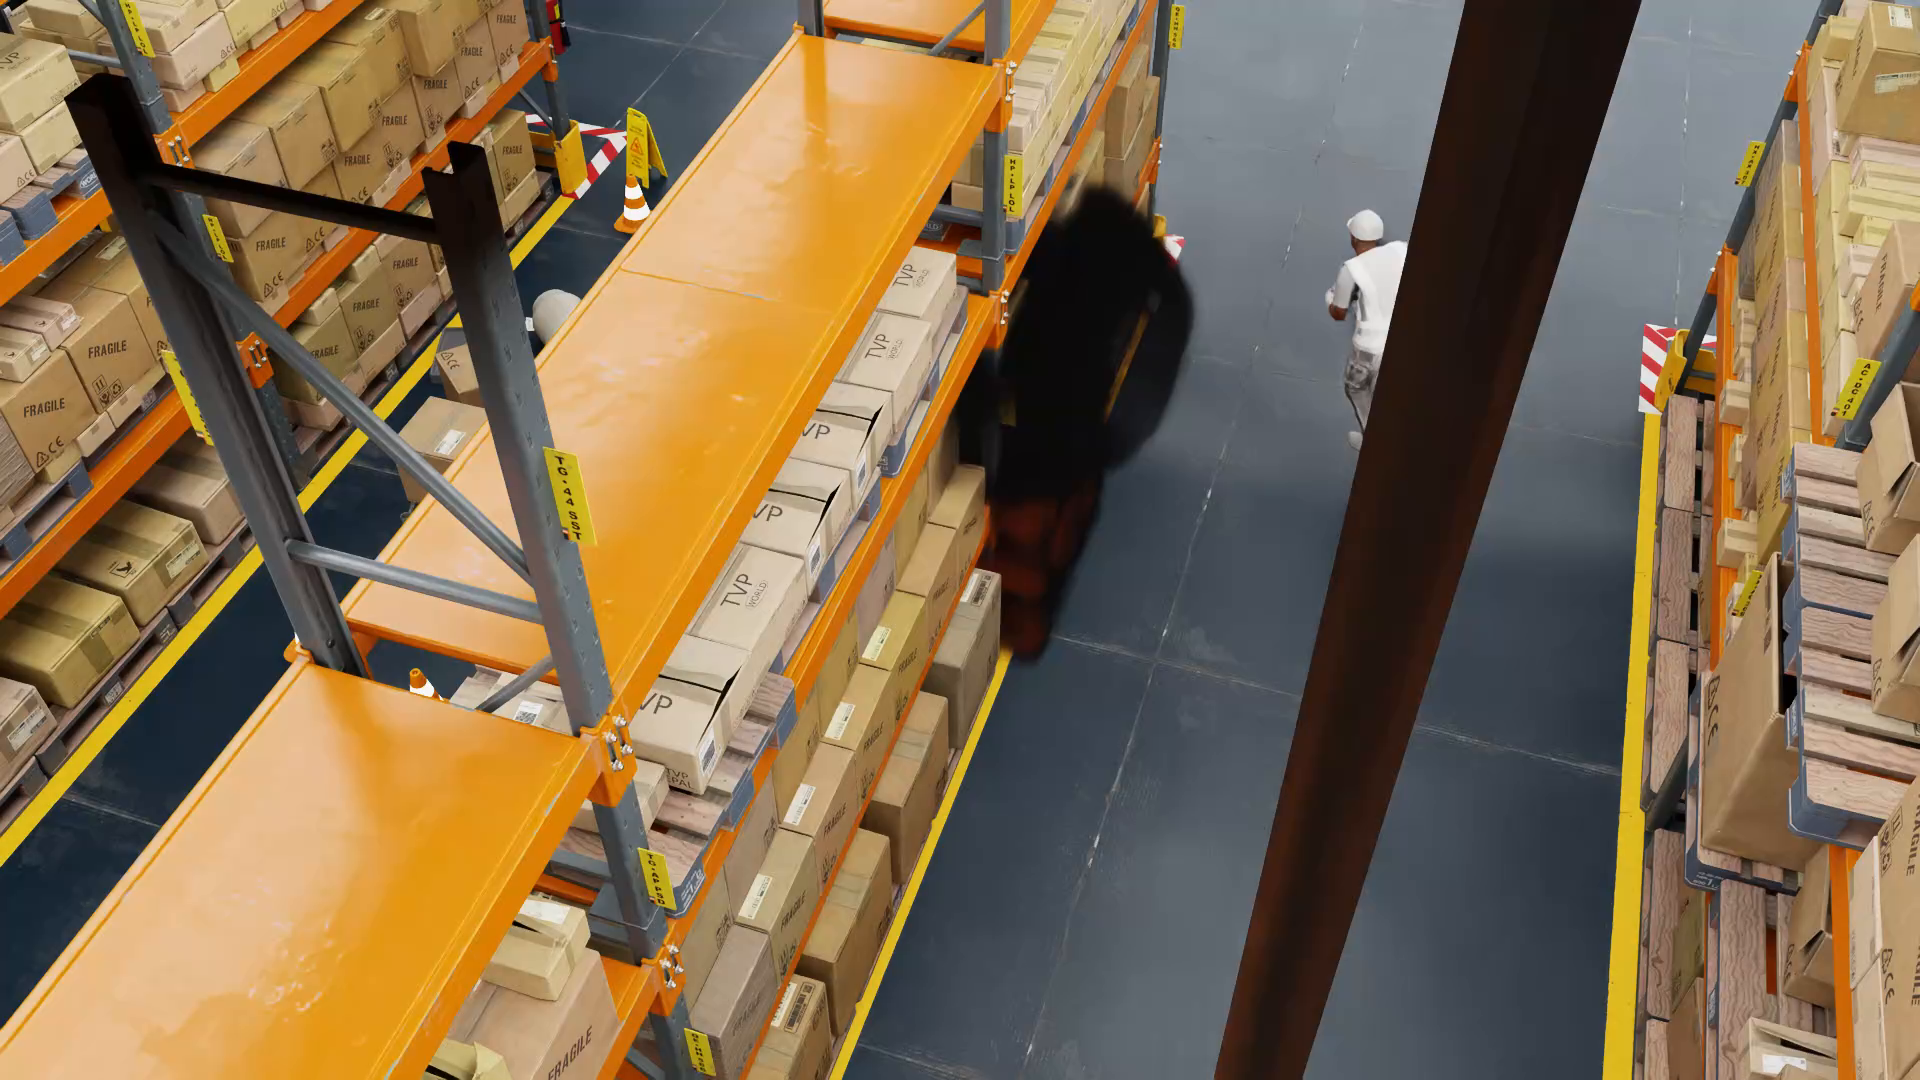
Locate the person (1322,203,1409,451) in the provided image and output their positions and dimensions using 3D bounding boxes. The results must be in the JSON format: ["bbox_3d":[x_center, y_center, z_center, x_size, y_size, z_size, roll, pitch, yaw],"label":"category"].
[{"bbox_3d":[2.740,-1.403,10.991,0.726,1.612,0.855,-16,48,-15],"label":"person"}]
